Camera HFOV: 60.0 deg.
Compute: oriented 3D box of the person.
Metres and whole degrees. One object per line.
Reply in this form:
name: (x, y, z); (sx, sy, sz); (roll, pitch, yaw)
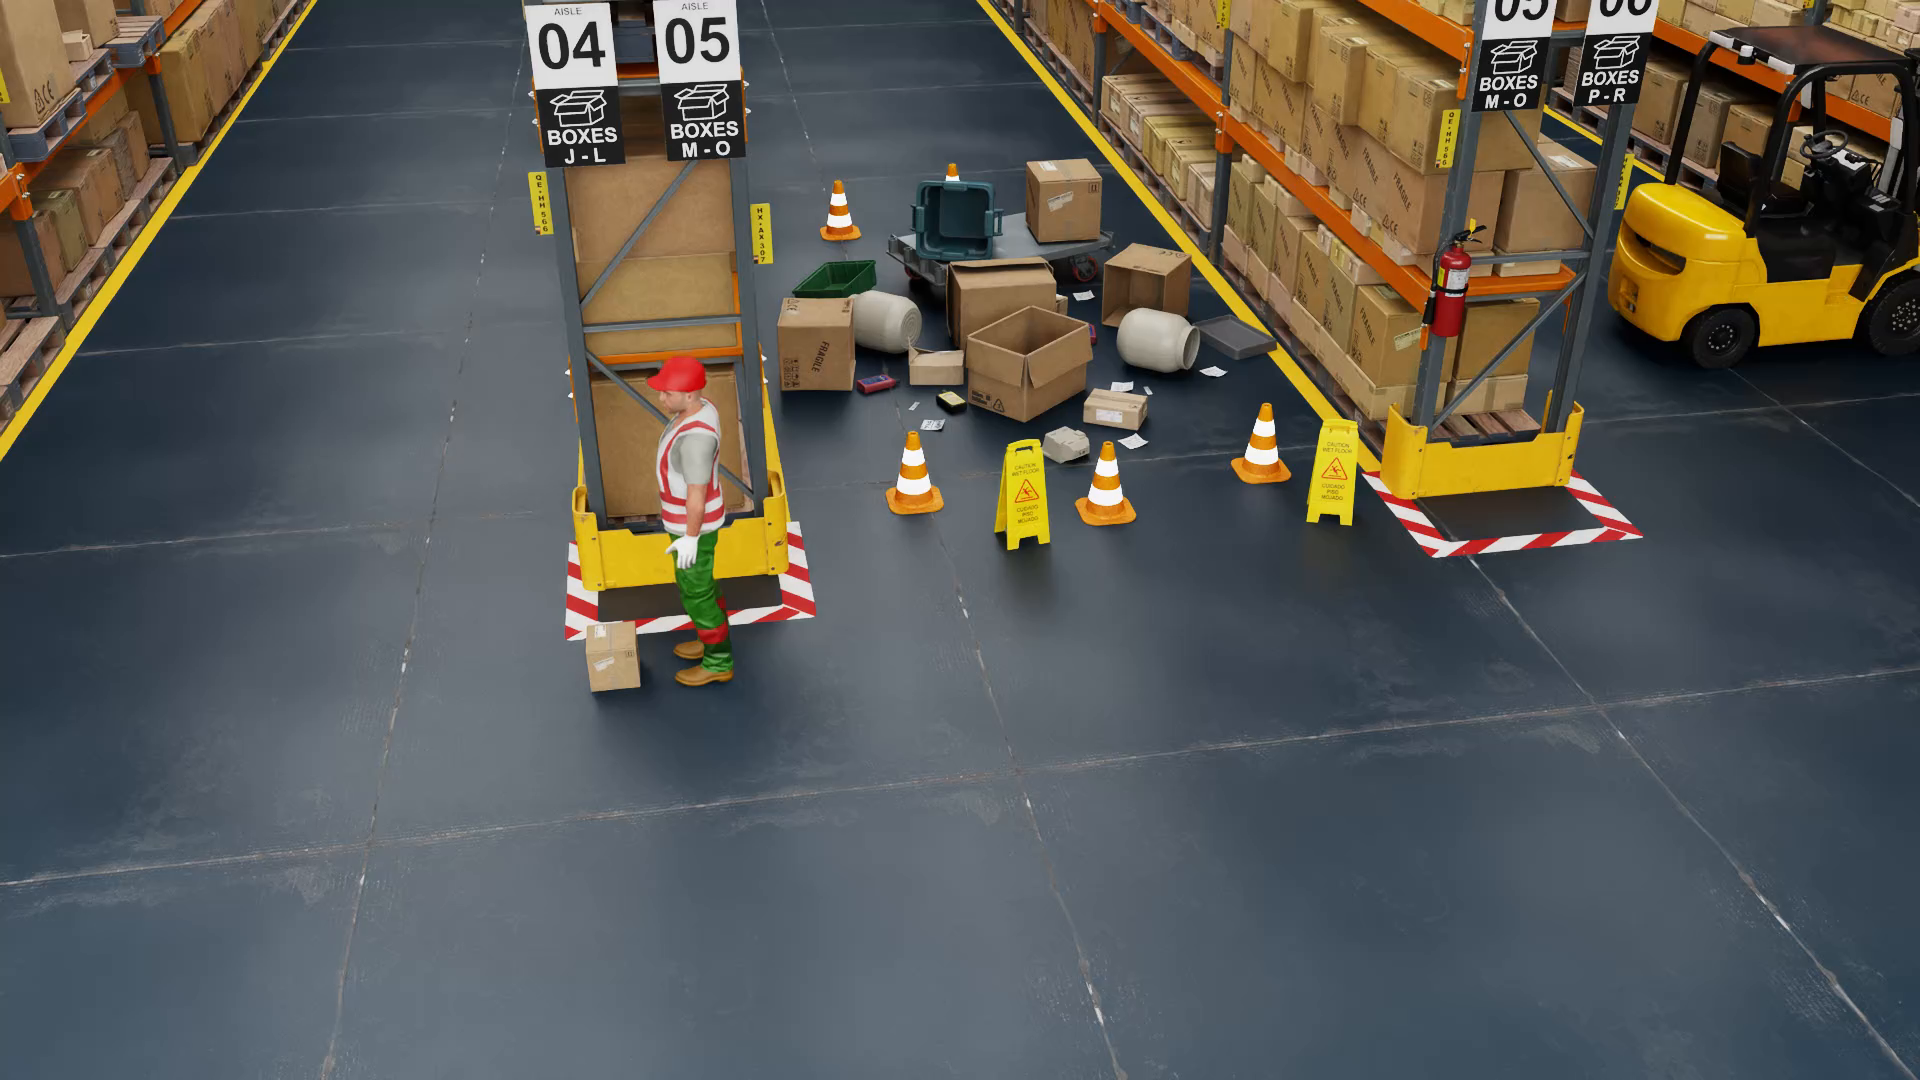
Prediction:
person: (-1.326, -0.095, 8.281); (0.345, 1.783, 0.526); (-5, 31, -8)
